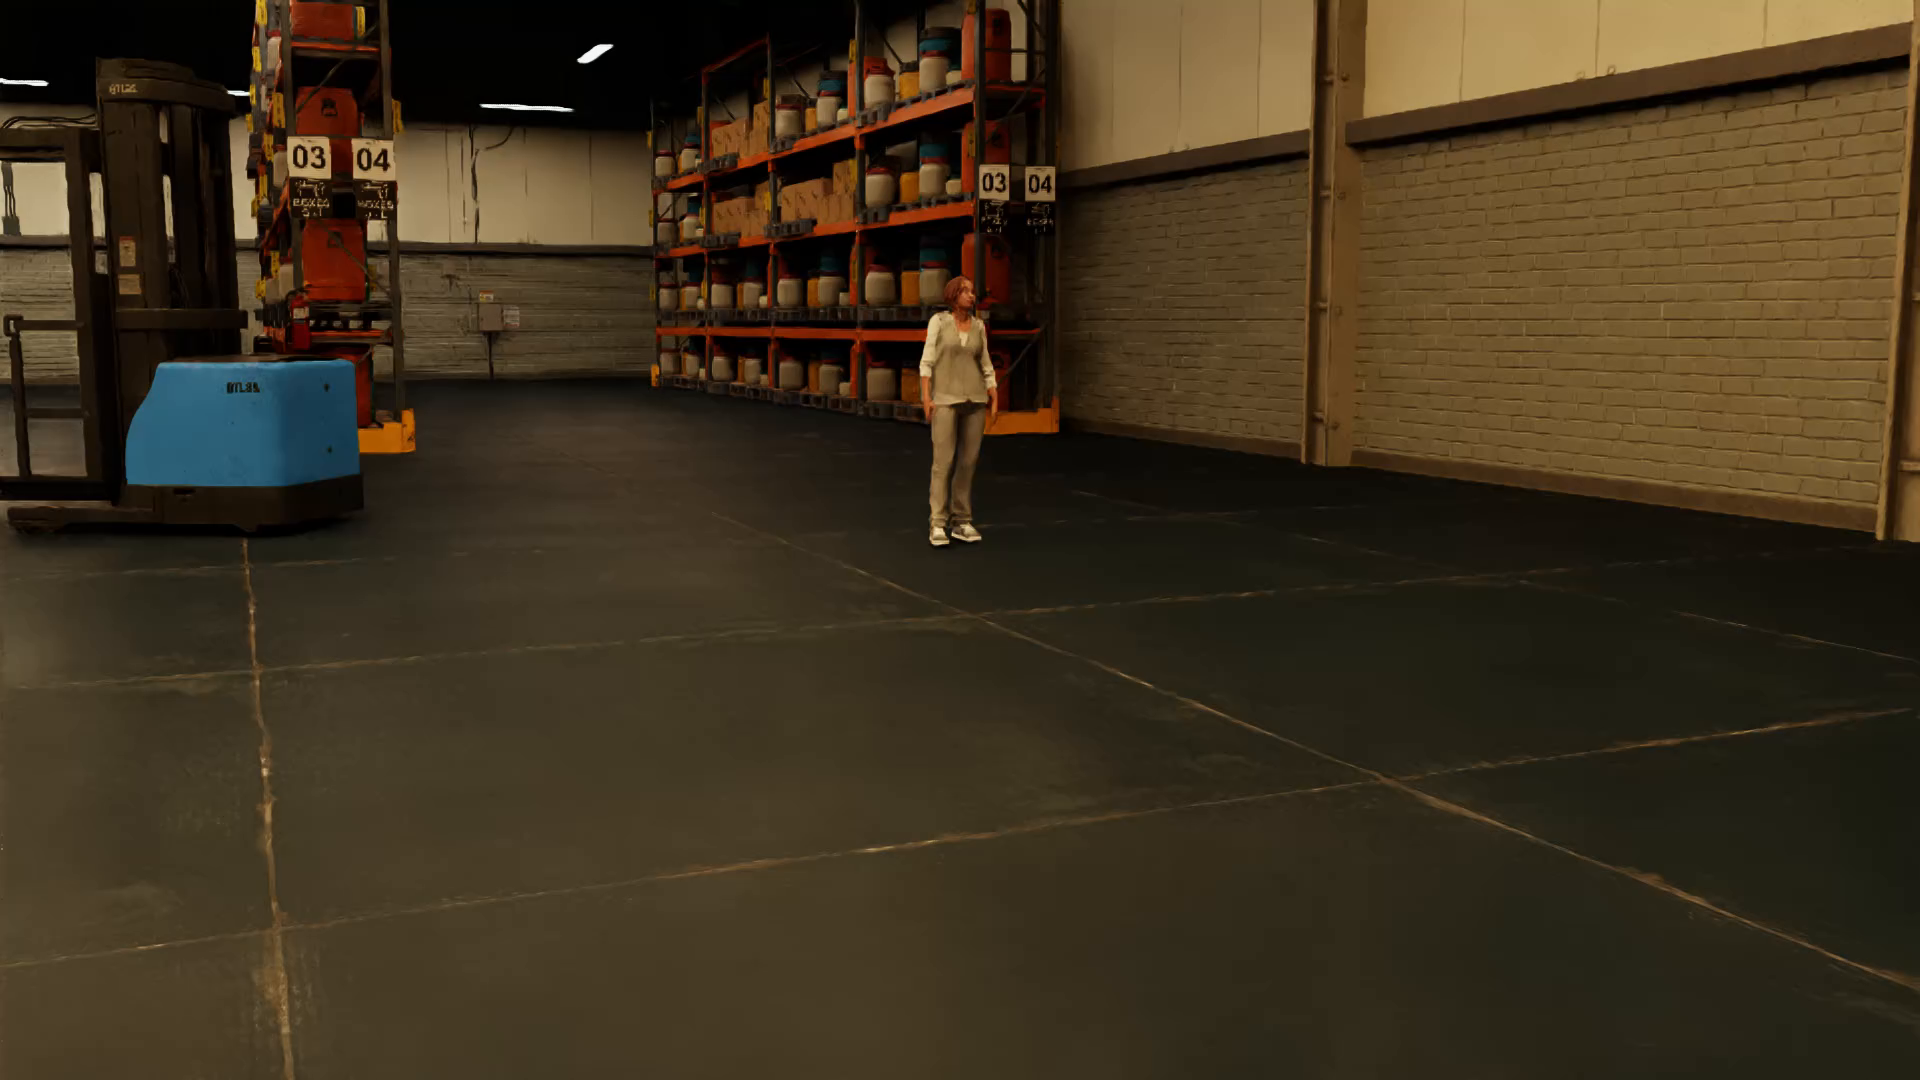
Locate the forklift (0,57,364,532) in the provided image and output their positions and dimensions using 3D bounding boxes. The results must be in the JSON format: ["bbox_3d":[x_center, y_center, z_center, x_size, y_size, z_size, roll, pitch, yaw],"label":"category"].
[{"bbox_3d":[-5.583,-1.568,10.832,3.031,2.935,1.130,1,8,9],"label":"forklift"}]

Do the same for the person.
[{"bbox_3d":[0.017,-0.789,9.976,0.521,1.597,0.474,-3,8,-23],"label":"person"}]
